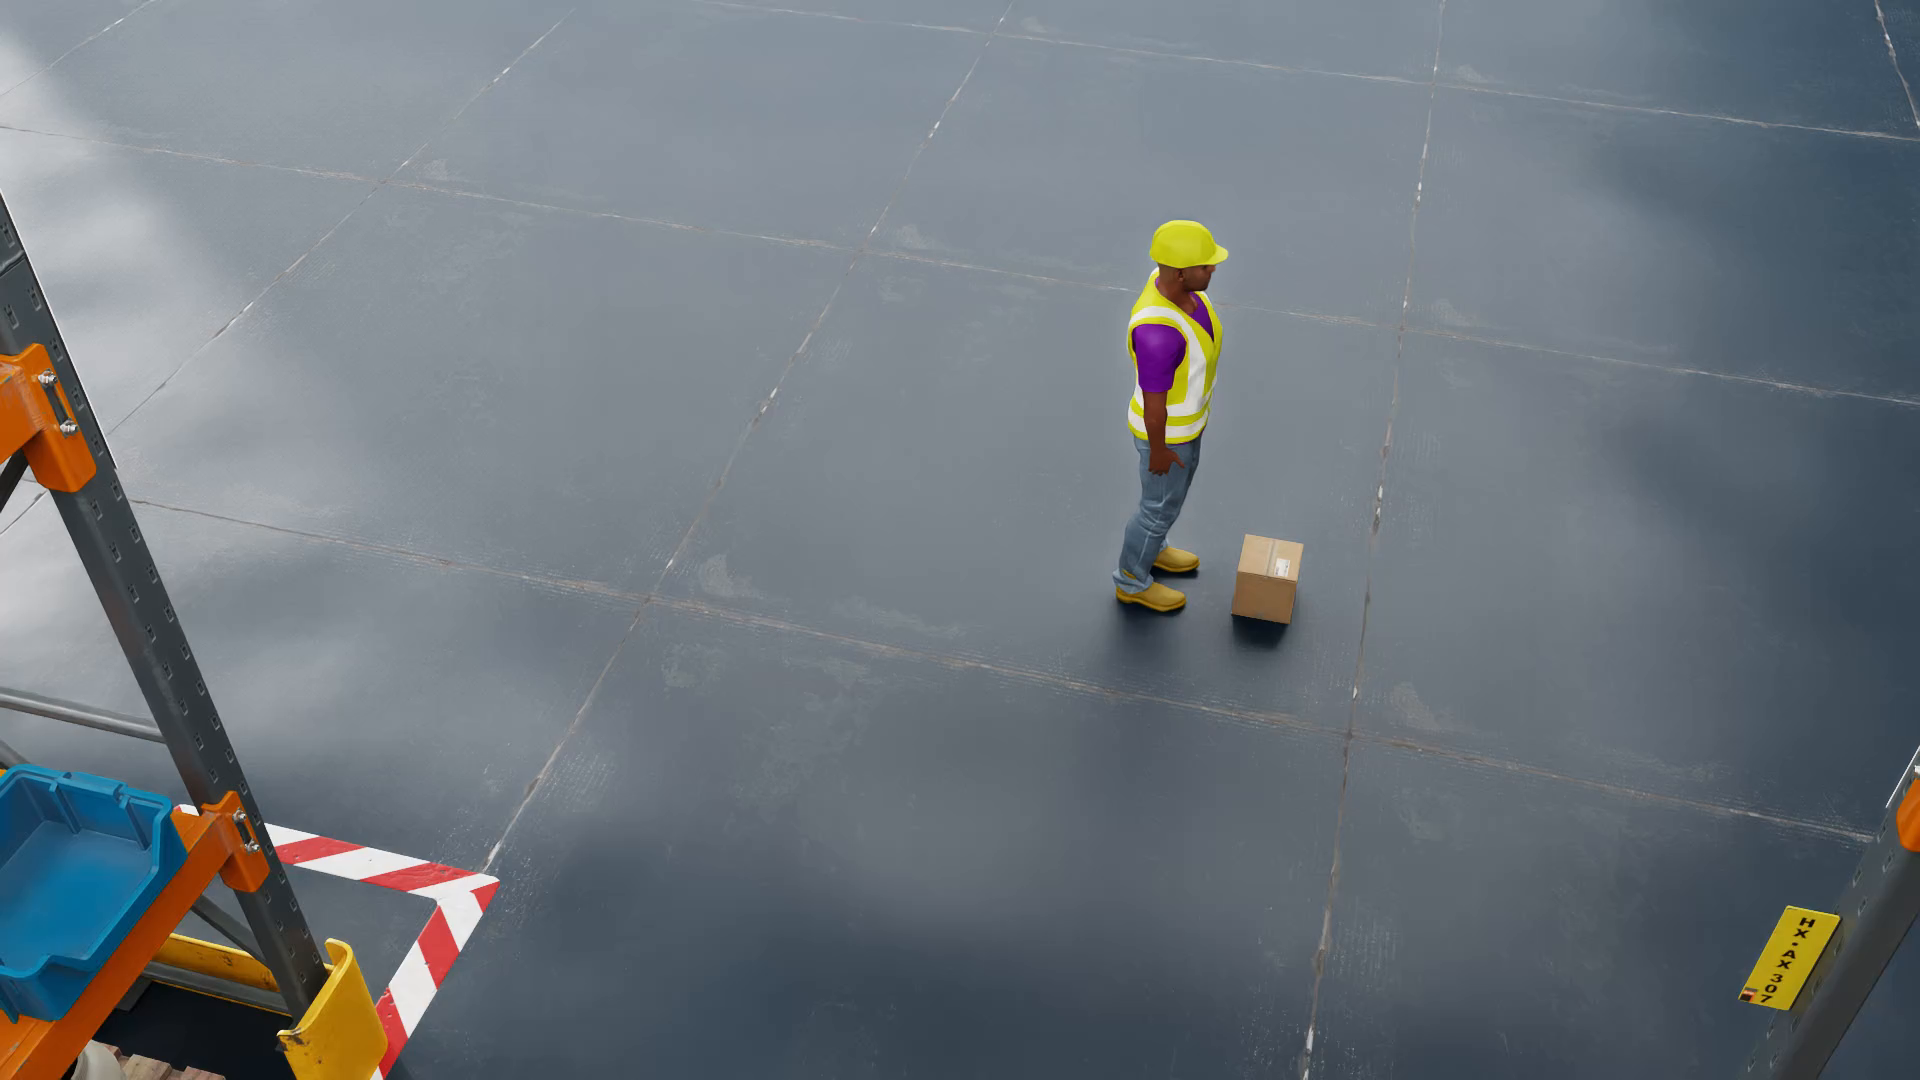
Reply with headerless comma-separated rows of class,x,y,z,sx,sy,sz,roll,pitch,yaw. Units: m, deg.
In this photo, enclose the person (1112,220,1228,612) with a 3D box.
person,0.850,-0.501,6.724,0.361,1.761,0.562,11,42,12
